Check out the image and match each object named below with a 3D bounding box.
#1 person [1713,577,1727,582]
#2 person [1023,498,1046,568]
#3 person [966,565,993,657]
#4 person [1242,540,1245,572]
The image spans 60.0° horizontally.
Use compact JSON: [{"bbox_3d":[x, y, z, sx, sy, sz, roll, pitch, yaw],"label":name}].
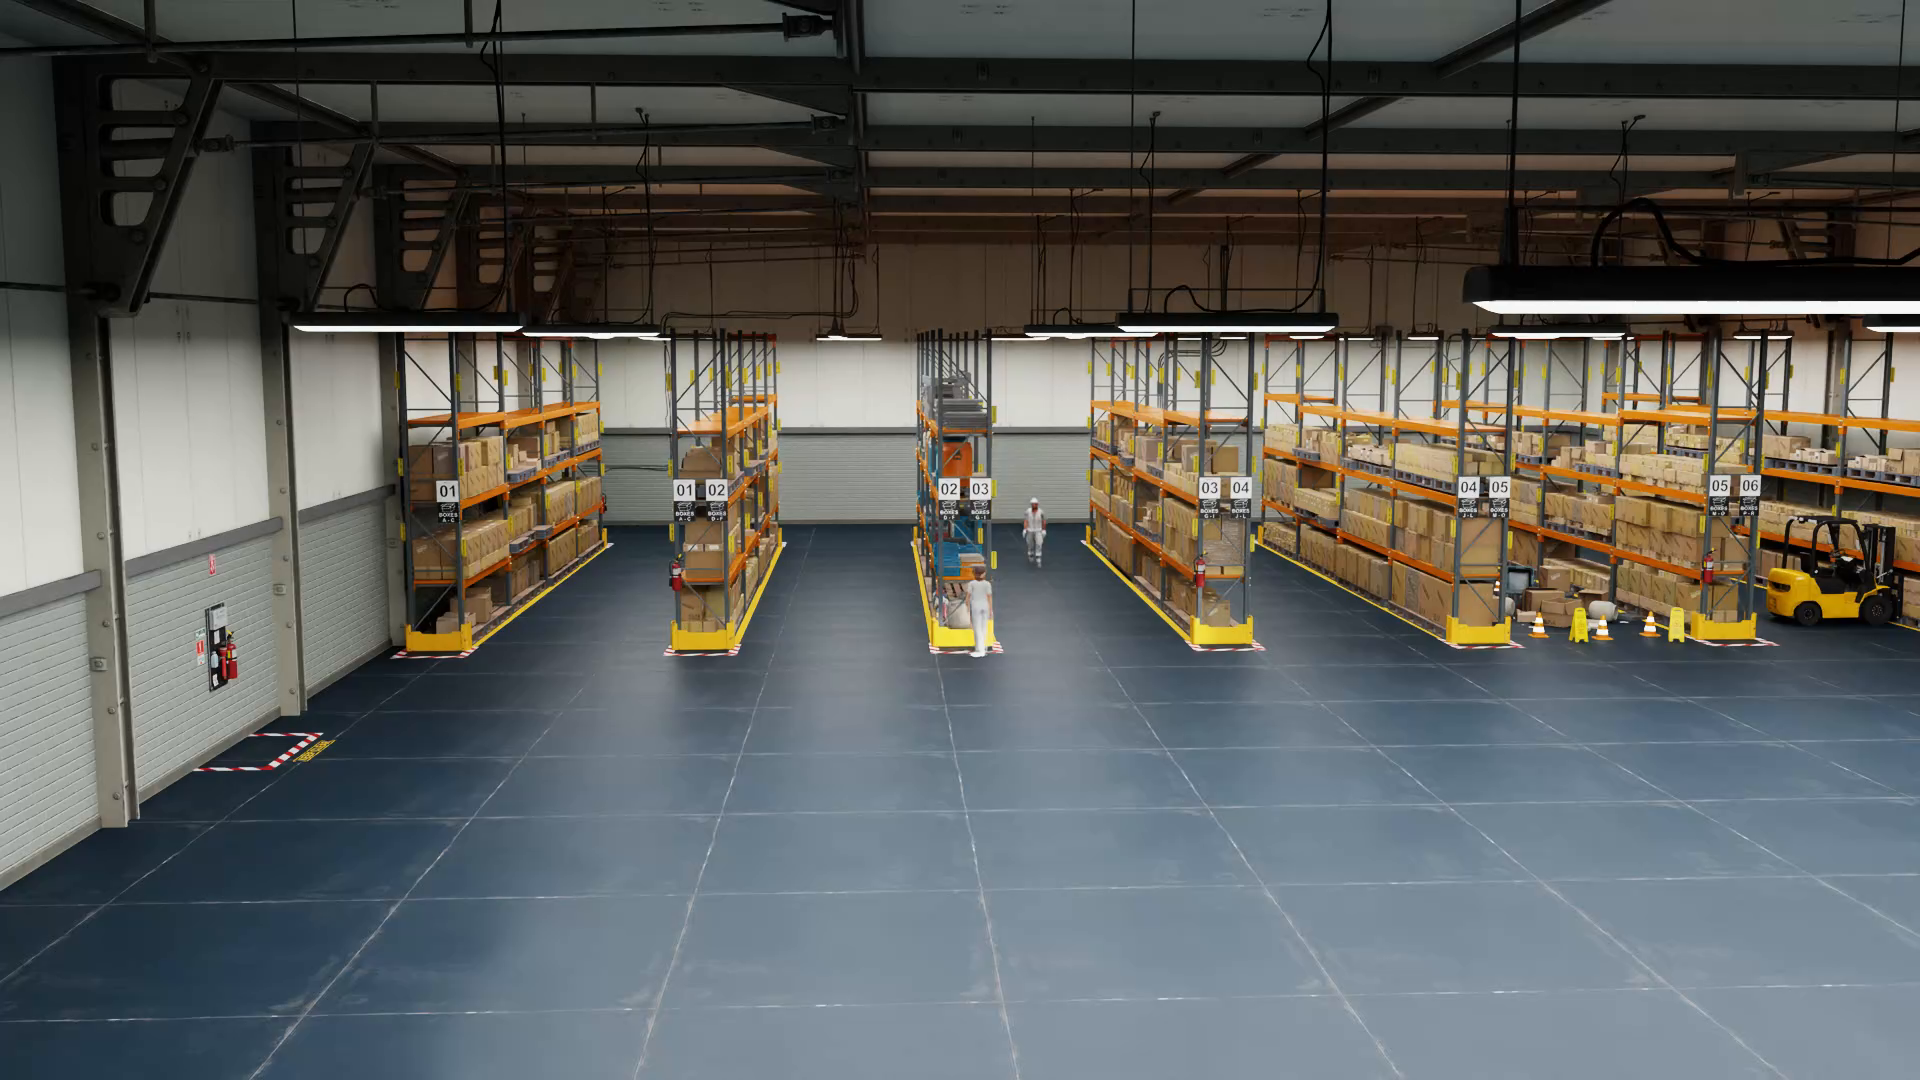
[{"bbox_3d":[16.707,0.583,36.691,0.892,1.640,0.557,7,9,44],"label":"person"},{"bbox_3d":[1.924,-0.207,42.837,0.620,1.746,0.994,0,7,-3],"label":"person"},{"bbox_3d":[0.358,1.297,30.554,0.461,1.680,0.450,-2,7,-13],"label":"person"},{"bbox_3d":[6.906,0.077,40.978,0.482,1.628,0.840,-1,7,-6],"label":"person"}]
